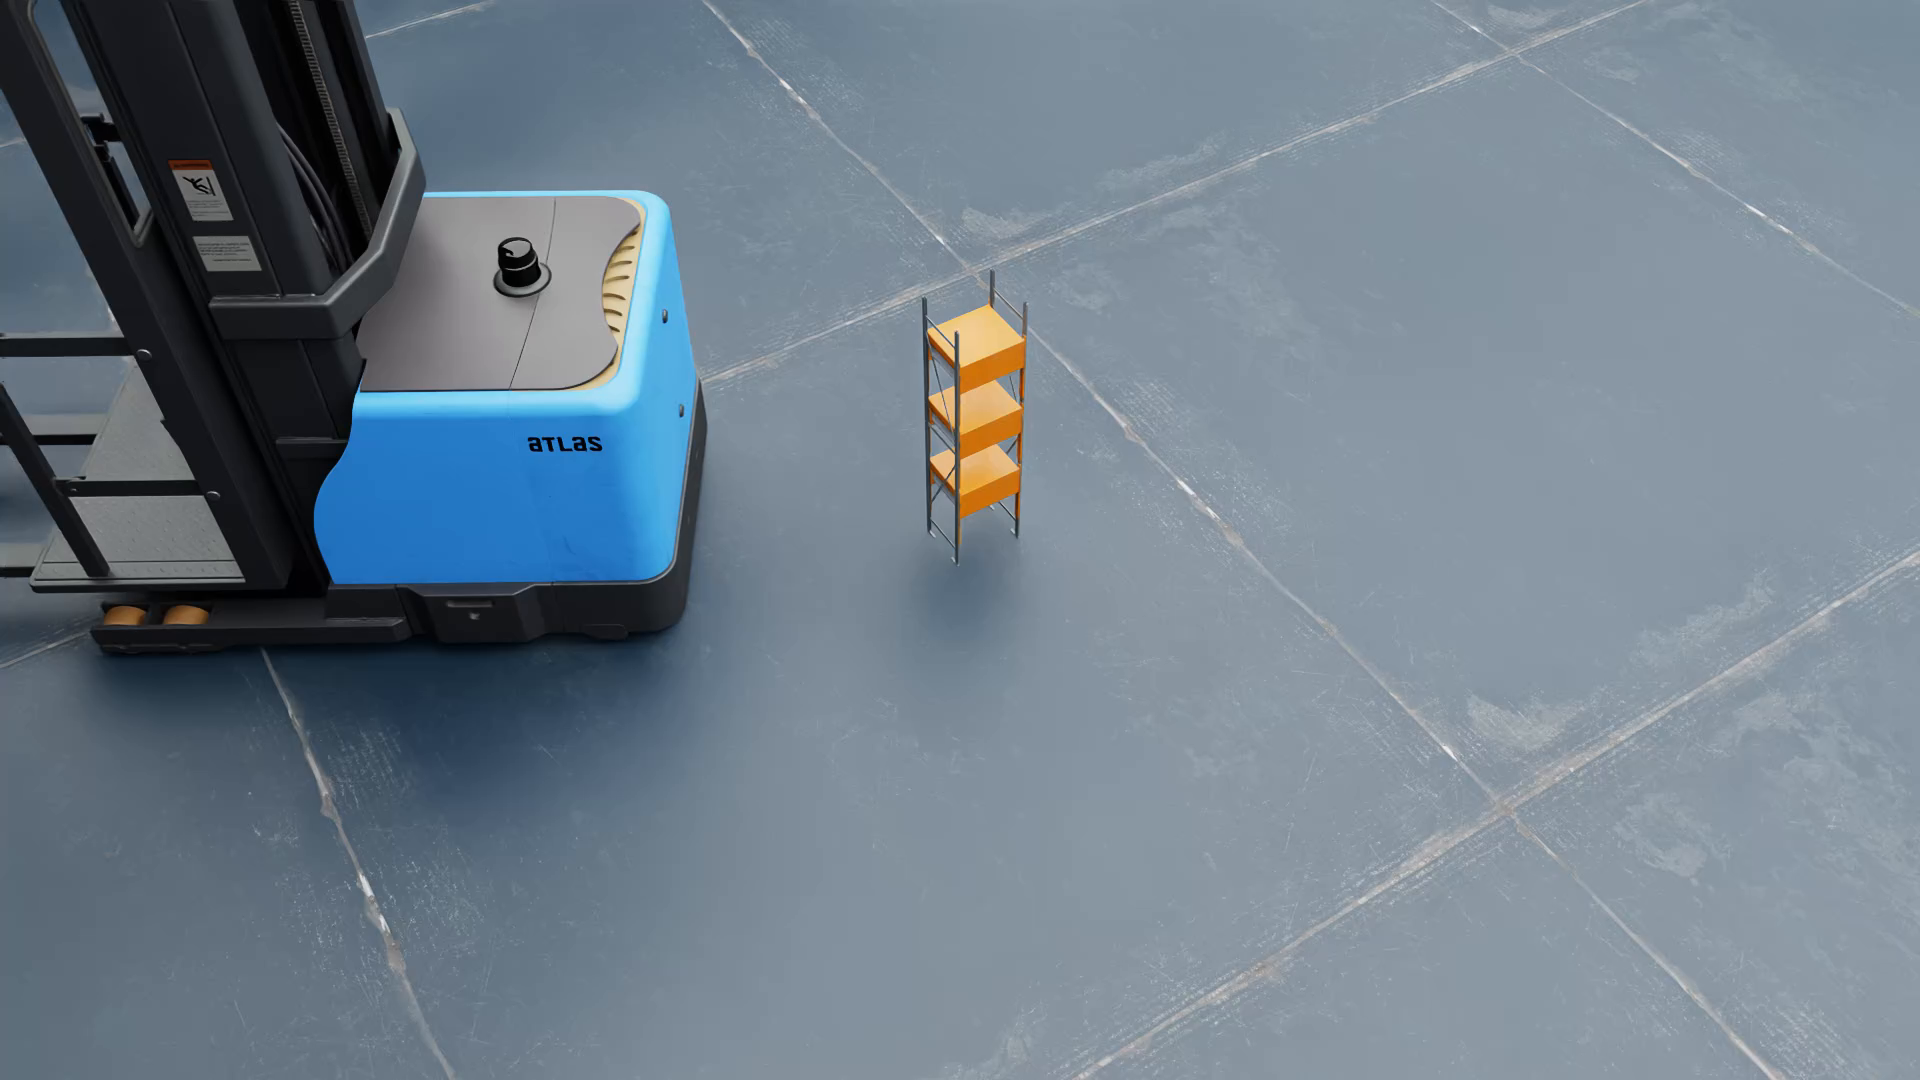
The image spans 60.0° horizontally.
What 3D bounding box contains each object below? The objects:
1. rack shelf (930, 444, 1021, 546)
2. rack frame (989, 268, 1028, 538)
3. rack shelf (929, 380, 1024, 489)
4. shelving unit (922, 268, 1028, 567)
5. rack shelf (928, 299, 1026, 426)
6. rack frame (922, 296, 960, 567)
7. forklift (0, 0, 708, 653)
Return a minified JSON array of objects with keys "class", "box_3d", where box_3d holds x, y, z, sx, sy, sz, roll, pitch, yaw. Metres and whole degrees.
[{"class":"rack shelf","box_3d":[0.045,-0.179,5.592,0.240,0.259,0.215,-25,53,-21]},{"class":"rack frame","box_3d":[0.148,-0.419,5.420,0.008,1.050,0.200,-25,53,-21]},{"class":"rack shelf","box_3d":[0.045,-0.363,5.385,0.240,0.259,0.215,-25,53,-21]},{"class":"shelving unit","box_3d":[0.045,-0.370,5.377,0.252,1.050,0.215,-25,53,-21]},{"class":"rack shelf","box_3d":[0.045,-0.552,5.173,0.240,0.259,0.215,-25,53,-21]},{"class":"rack frame","box_3d":[-0.058,-0.322,5.334,0.008,1.050,0.200,-25,53,-21]},{"class":"forklift","box_3d":[-2.422,-1.006,4.683,3.031,2.935,1.130,-1,48,-1]}]
